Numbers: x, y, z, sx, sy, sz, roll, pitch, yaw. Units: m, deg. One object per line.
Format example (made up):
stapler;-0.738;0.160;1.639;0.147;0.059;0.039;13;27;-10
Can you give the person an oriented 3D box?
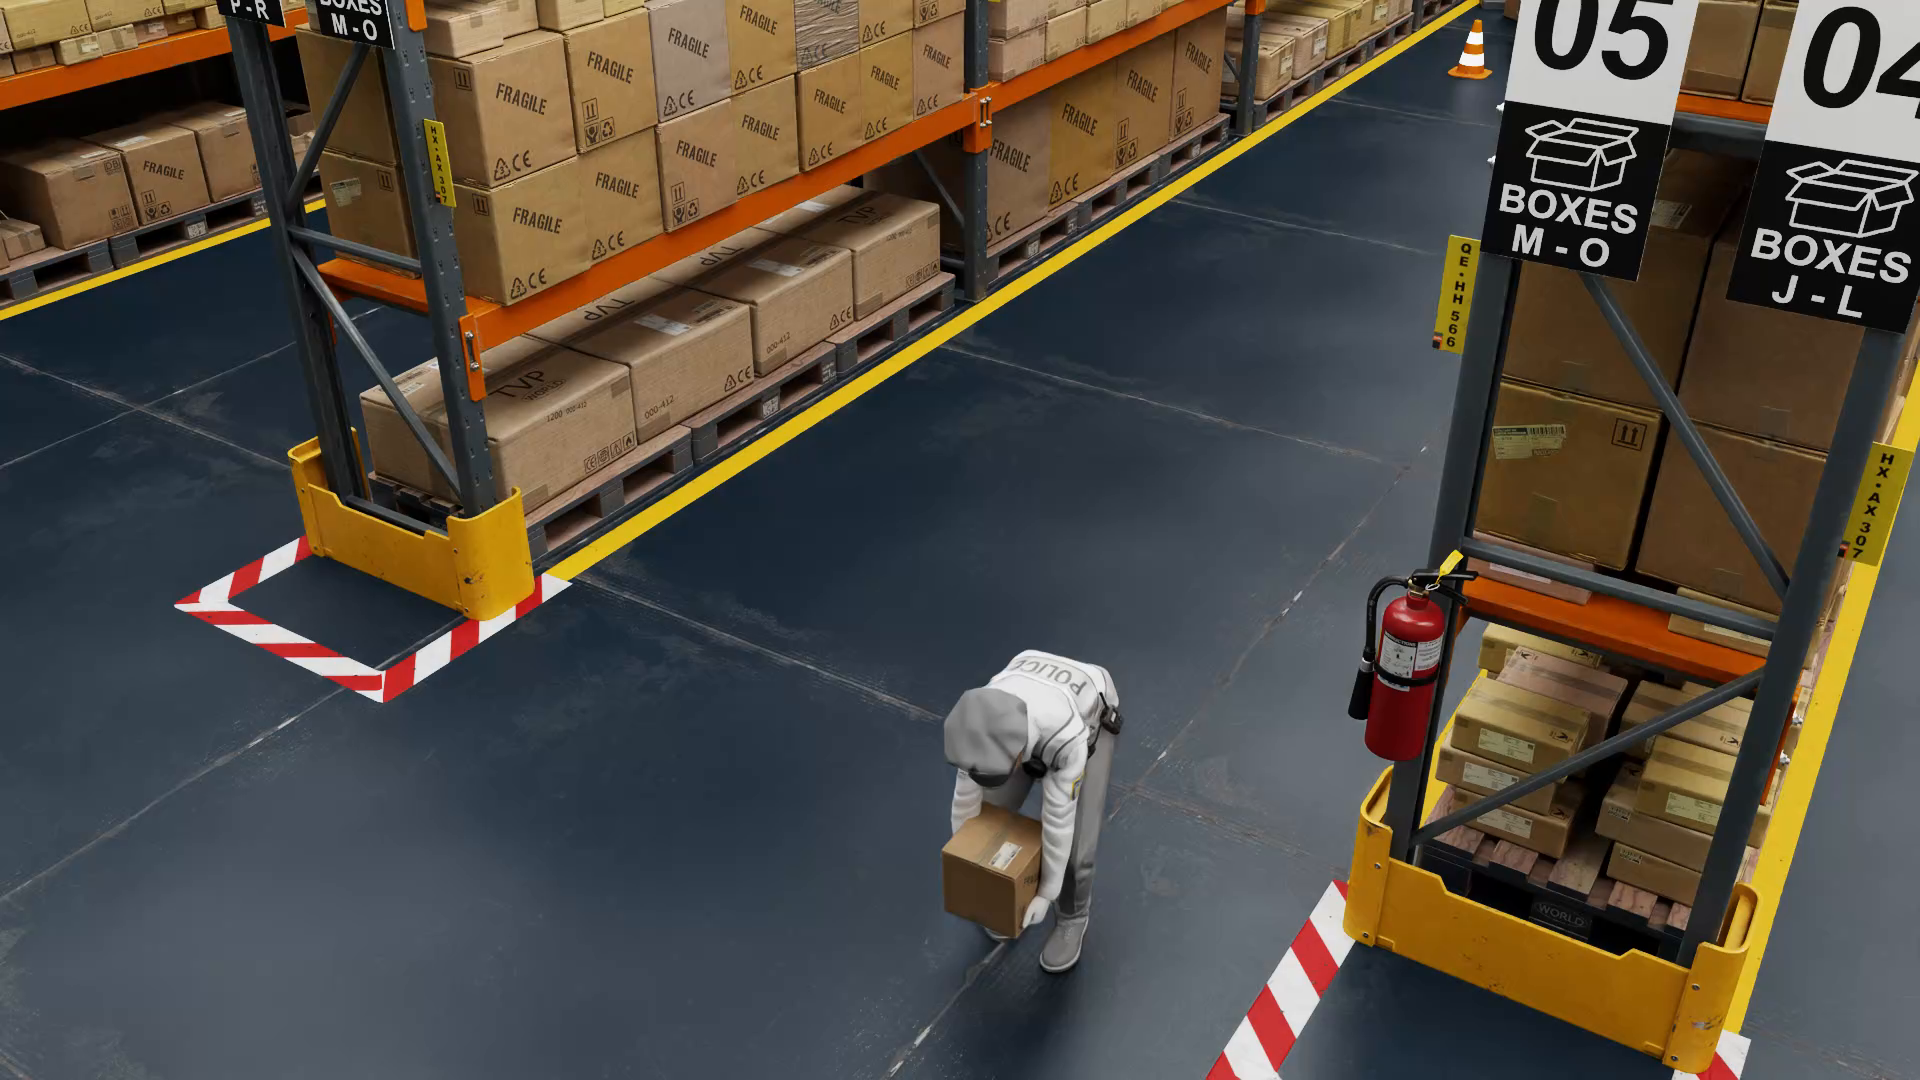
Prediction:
person;0.201;0.843;5.101;0.424;1.269;0.888;13;33;21
